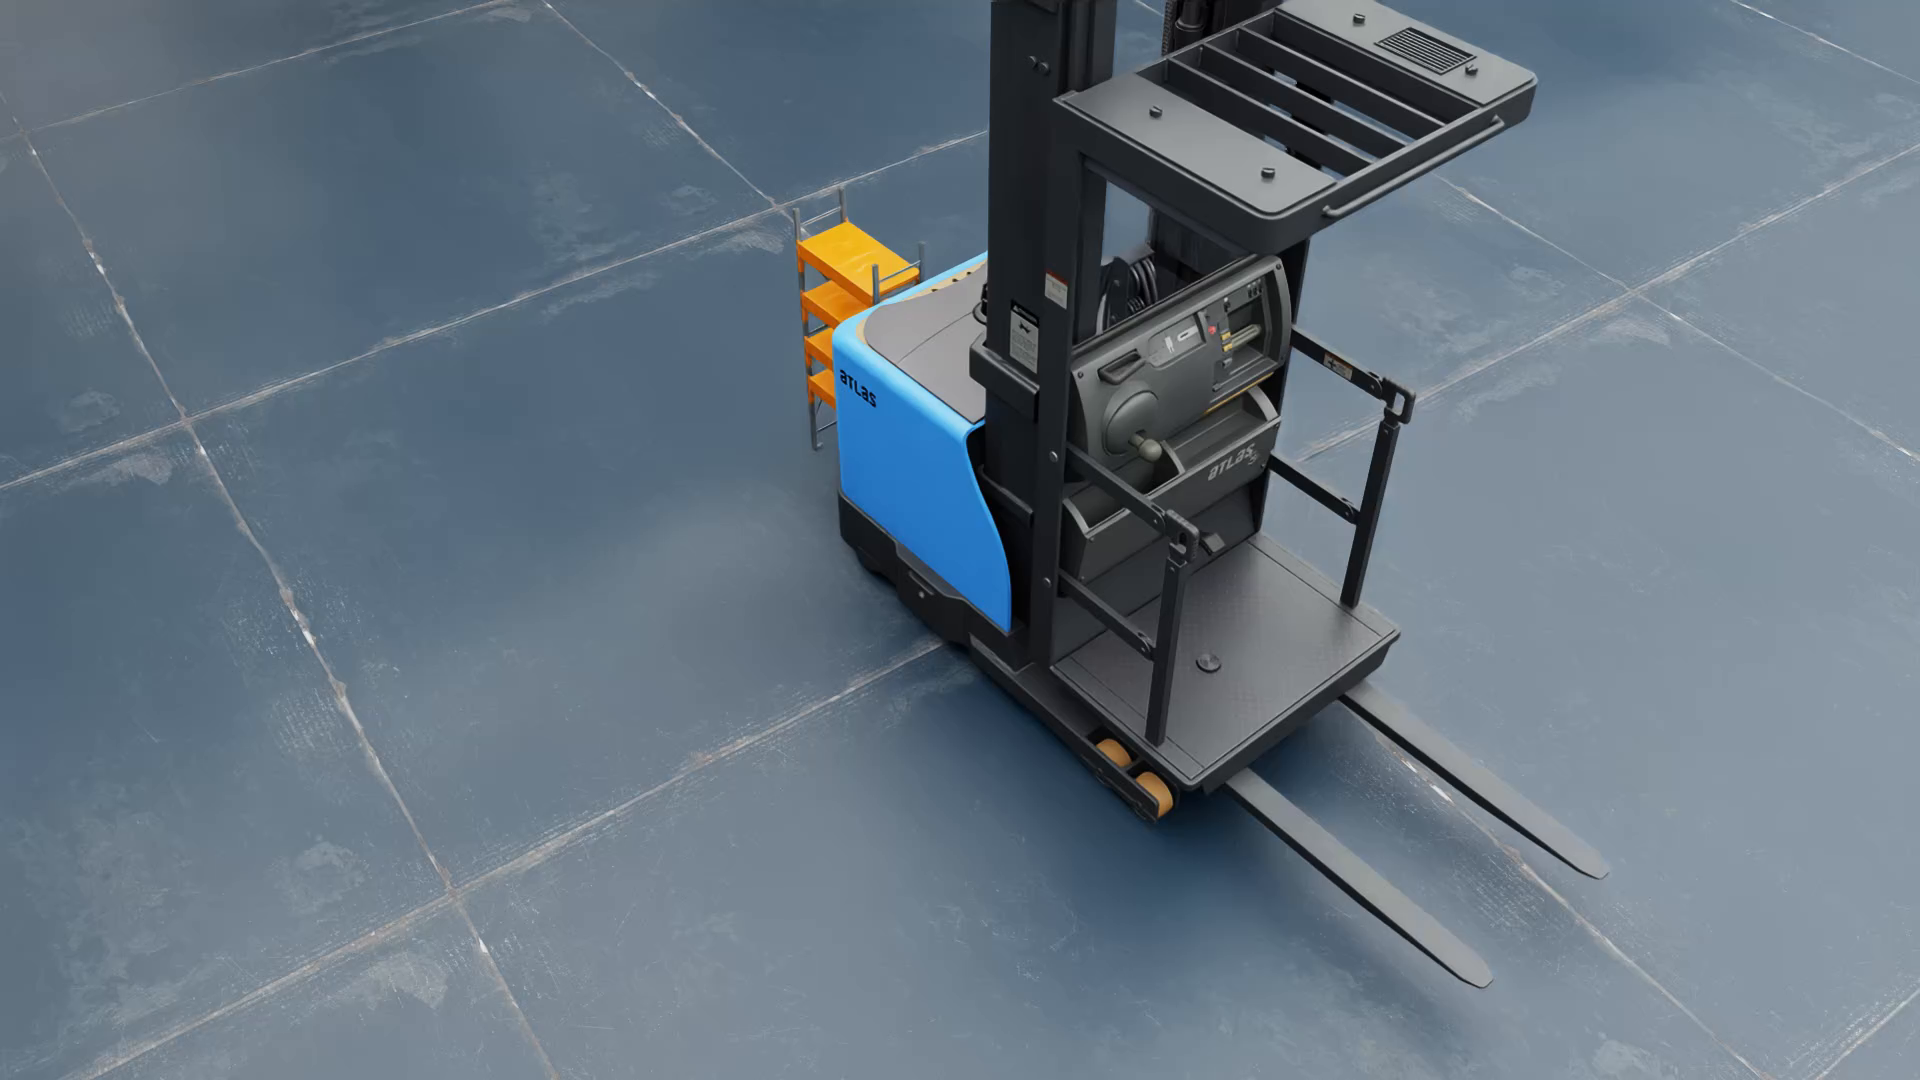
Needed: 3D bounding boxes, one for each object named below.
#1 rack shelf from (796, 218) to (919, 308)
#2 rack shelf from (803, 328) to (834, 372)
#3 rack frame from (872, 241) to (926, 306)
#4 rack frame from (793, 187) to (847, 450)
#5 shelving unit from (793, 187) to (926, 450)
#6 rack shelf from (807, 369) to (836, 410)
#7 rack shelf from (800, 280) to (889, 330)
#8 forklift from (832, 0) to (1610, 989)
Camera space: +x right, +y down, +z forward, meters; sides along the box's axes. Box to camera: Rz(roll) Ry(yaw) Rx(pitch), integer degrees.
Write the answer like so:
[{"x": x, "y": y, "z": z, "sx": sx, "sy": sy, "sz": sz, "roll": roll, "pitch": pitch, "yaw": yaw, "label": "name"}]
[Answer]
[{"x": -0.384, "y": -1.033, "z": 6.394, "sx": 0.258, "sy": 0.148, "sz": 0.480, "roll": -30, "pitch": 51, "yaw": -28, "label": "rack shelf"}, {"x": -0.384, "y": -0.700, "z": 6.712, "sx": 0.258, "sy": 0.148, "sz": 0.480, "roll": -30, "pitch": 51, "yaw": -28, "label": "rack shelf"}, {"x": -0.226, "y": -0.620, "z": 6.530, "sx": 0.240, "sy": 1.200, "sz": 0.015, "roll": -30, "pitch": 51, "yaw": -28, "label": "rack frame"}, {"x": -0.541, "y": -0.877, "z": 6.800, "sx": 0.240, "sy": 1.200, "sz": 0.015, "roll": -30, "pitch": 51, "yaw": -28, "label": "rack frame"}, {"x": -0.384, "y": -0.749, "z": 6.665, "sx": 0.258, "sy": 1.200, "sz": 0.503, "roll": -30, "pitch": 51, "yaw": -28, "label": "shelving unit"}, {"x": -0.384, "y": -0.556, "z": 6.849, "sx": 0.258, "sy": 0.148, "sz": 0.480, "roll": -30, "pitch": 51, "yaw": -28, "label": "rack shelf"}, {"x": -0.384, "y": -0.862, "z": 6.557, "sx": 0.258, "sy": 0.148, "sz": 0.480, "roll": -30, "pitch": 51, "yaw": -28, "label": "rack shelf"}, {"x": 0.852, "y": -0.493, "z": 5.143, "sx": 1.130, "sy": 2.935, "sz": 3.031, "roll": -30, "pitch": 51, "yaw": -28, "label": "forklift"}]
